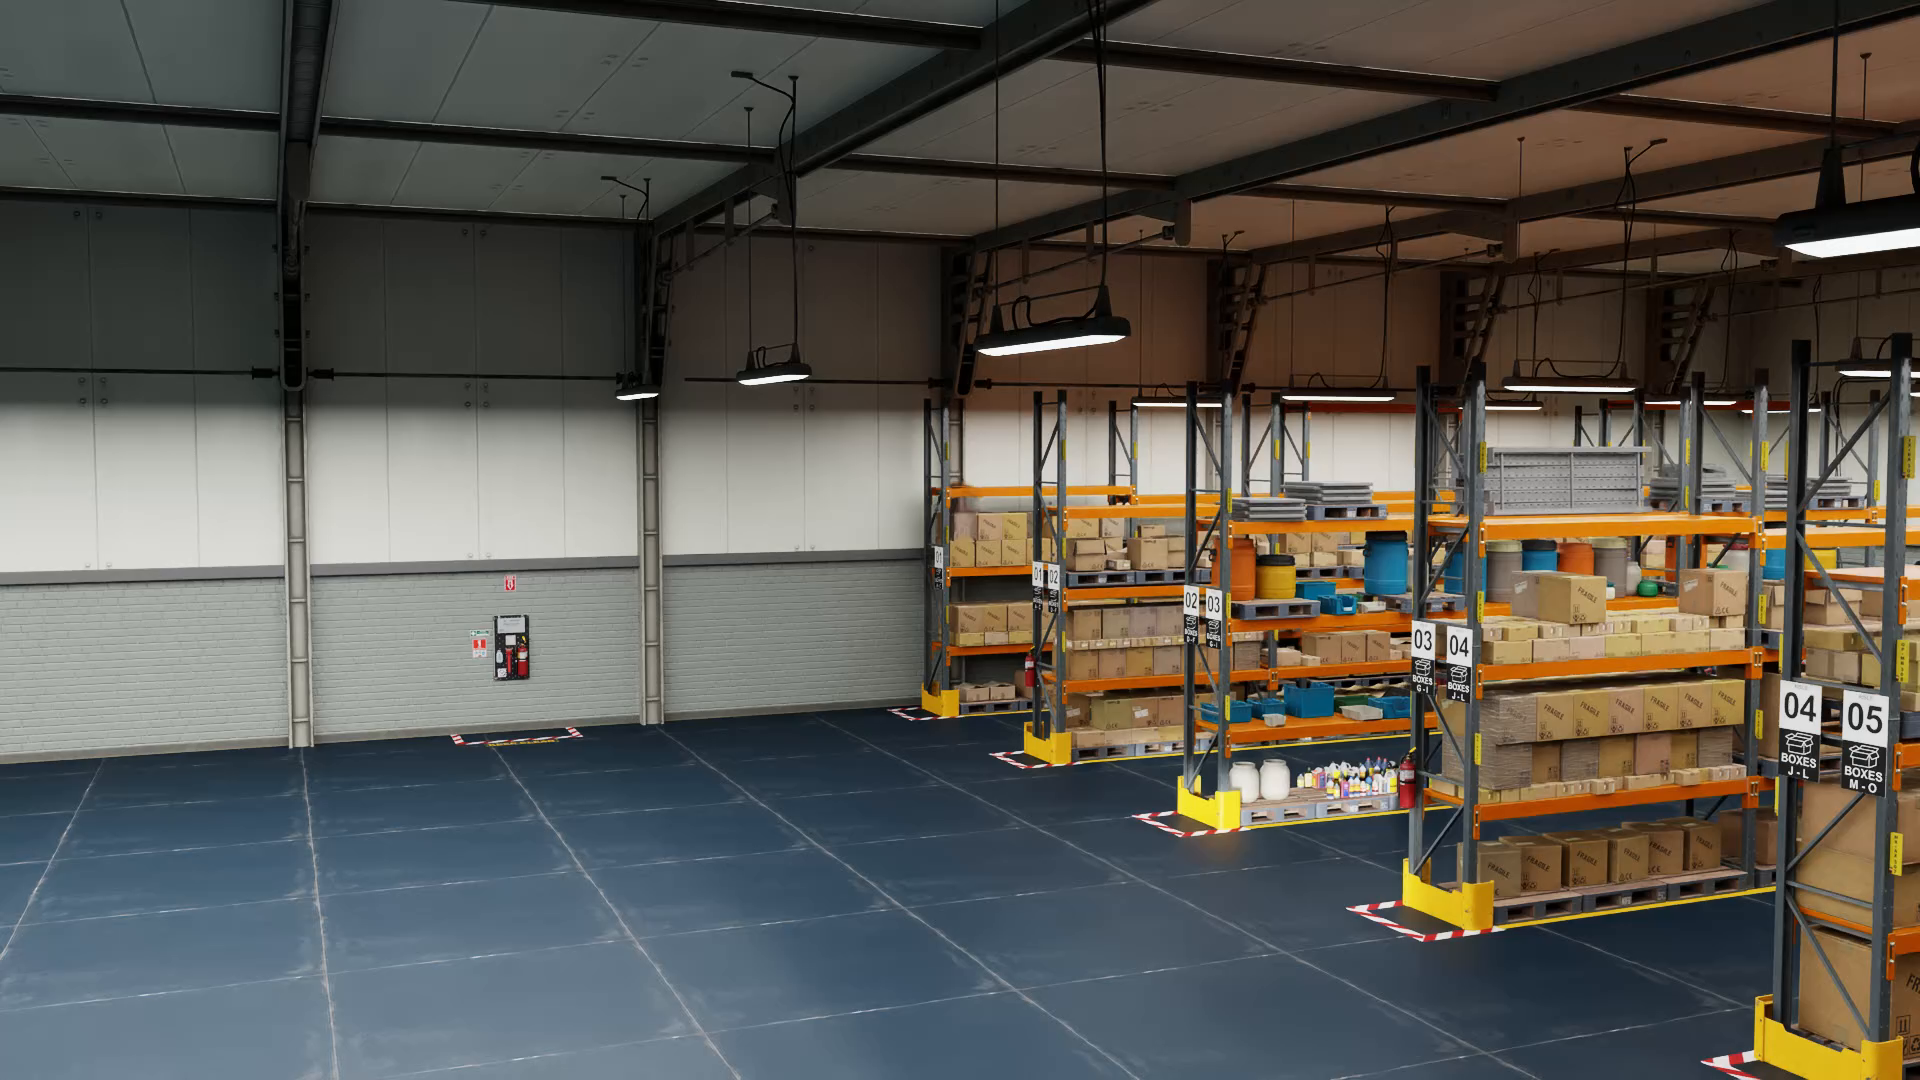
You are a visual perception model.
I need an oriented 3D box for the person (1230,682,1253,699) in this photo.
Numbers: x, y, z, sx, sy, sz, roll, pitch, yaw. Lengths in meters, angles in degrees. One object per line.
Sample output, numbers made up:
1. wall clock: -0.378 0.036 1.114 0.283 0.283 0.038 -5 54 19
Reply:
1. person: 5.259 2.489 31.247 0.956 1.681 0.528 -2 4 -33
